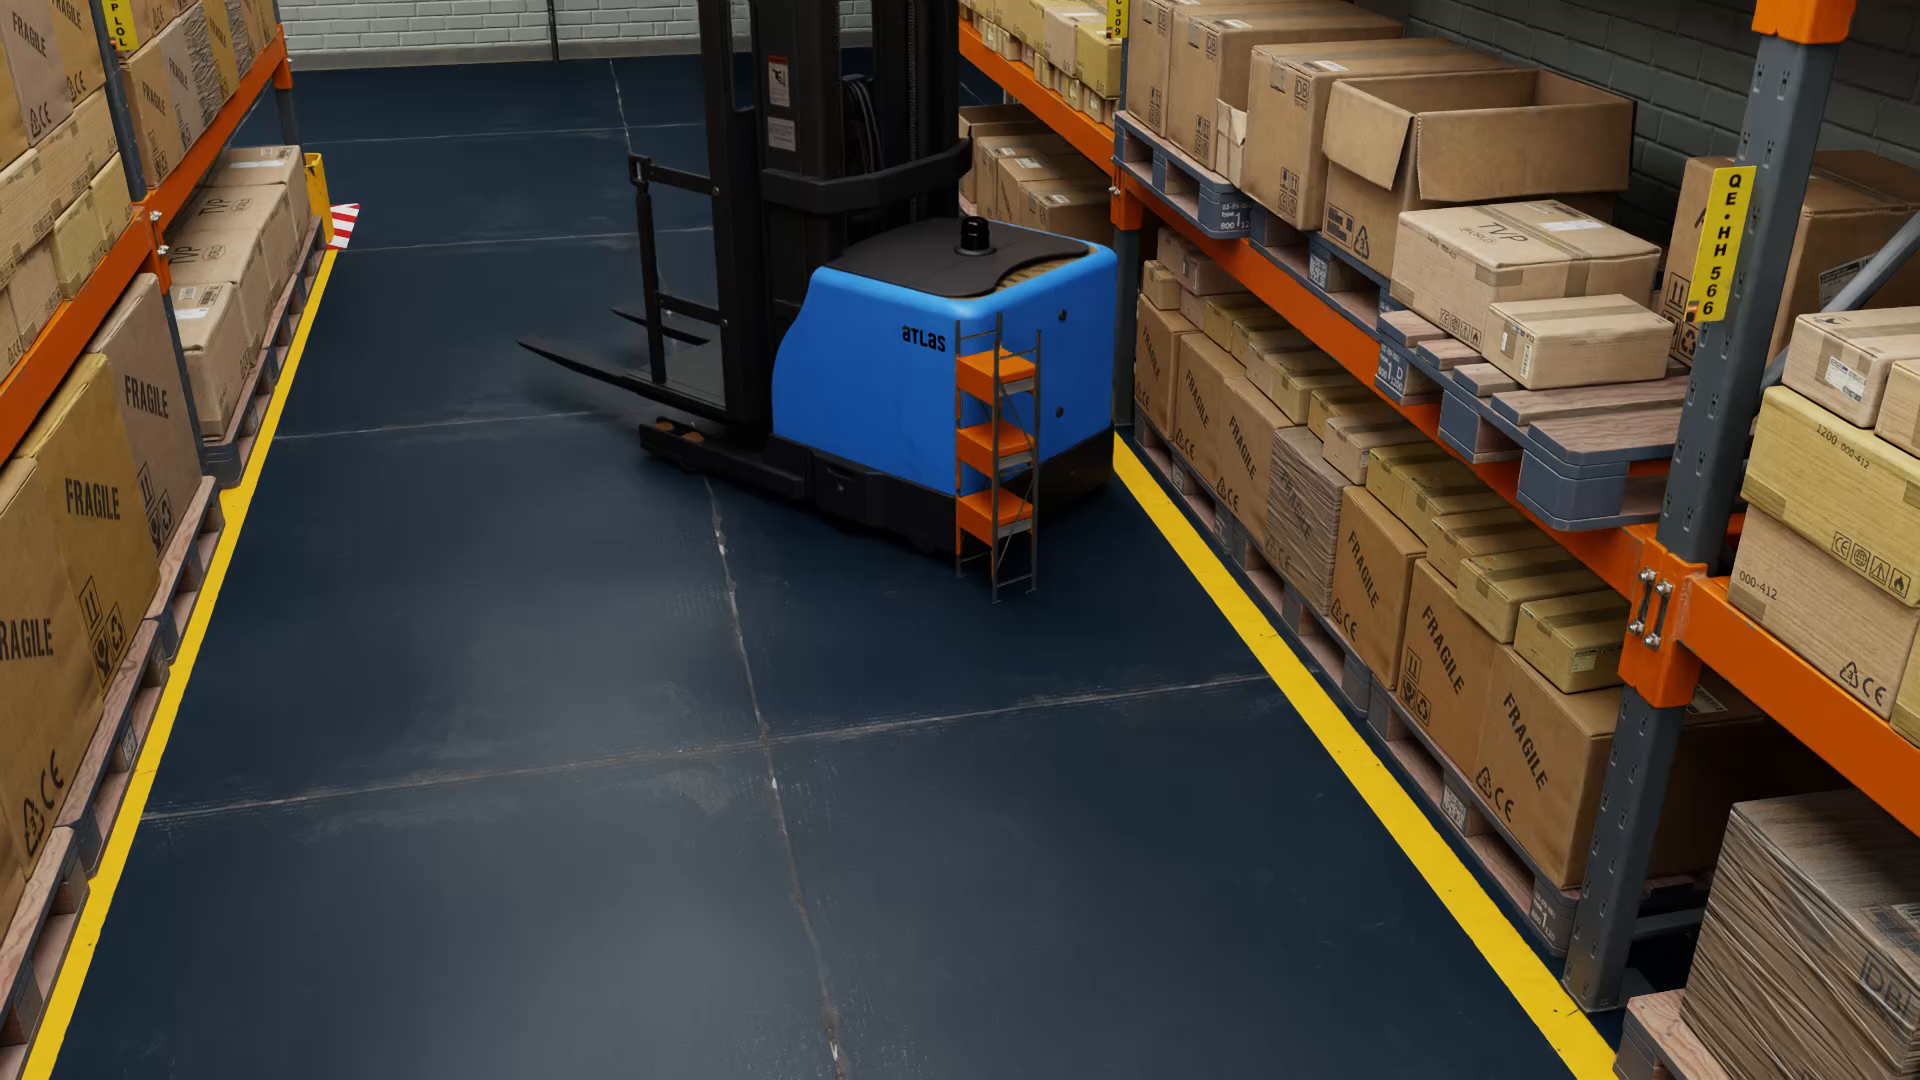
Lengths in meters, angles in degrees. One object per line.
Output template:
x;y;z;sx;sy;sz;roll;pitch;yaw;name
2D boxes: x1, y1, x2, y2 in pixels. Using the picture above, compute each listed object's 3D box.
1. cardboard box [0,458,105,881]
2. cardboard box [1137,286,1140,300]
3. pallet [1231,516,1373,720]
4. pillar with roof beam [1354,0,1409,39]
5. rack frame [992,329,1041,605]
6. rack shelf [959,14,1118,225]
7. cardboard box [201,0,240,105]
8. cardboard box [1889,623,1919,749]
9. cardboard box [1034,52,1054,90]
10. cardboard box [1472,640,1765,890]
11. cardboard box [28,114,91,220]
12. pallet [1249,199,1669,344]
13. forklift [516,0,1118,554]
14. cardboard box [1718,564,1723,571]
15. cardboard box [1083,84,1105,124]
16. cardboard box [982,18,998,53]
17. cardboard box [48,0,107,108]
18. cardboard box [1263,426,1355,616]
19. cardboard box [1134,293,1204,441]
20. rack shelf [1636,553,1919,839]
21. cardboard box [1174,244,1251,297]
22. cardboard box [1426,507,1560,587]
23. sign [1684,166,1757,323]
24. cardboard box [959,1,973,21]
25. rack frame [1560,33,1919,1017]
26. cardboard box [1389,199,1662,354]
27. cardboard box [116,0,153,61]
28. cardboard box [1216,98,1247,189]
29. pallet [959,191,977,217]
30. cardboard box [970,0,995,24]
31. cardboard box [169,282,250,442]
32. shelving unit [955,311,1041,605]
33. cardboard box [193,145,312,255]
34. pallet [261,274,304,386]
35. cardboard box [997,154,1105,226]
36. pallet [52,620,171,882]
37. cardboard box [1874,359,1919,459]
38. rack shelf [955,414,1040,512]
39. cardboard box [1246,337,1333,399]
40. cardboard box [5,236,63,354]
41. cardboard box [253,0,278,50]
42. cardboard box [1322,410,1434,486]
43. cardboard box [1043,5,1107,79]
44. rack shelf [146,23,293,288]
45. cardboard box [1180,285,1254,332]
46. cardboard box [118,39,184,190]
-3.014;0.380;4.560;0.875;0.875;0.875;-6;27;-11;cardboard box
0.699;-1.277;8.520;0.396;0.266;0.258;-5;27;-10;cardboard box
1.690;0.196;6.128;1.003;0.211;1.213;-6;27;-12;pallet
-2.282;-4.577;5.832;9.100;9.000;0.400;-6;27;-12;pillar with roof beam
0.205;-0.252;6.082;0.200;1.050;0.008;-17;31;-30;rack frame
0.741;-2.496;9.164;1.077;0.370;4.000;-6;27;-12;rack shelf
-3.826;-2.377;8.019;0.500;0.500;0.500;-5;27;-10;cardboard box
2.063;0.325;2.944;0.500;0.250;0.500;-7;28;-13;cardboard box
0.594;-2.392;8.439;0.380;0.149;0.250;-6;27;-12;cardboard box
1.788;0.582;4.577;0.500;0.500;0.500;-5;27;-10;cardboard box
-3.188;-1.202;5.414;0.500;0.250;0.500;-5;27;-10;cardboard box
1.650;-0.950;5.517;1.003;0.211;1.213;-6;27;-12;pallet
-0.808;-1.782;7.028;3.031;2.935;1.130;20;33;34;forklift
2.245;0.076;4.859;0.380;0.149;0.250;-5;27;-10;cardboard box
0.794;-2.053;7.768;0.380;0.149;0.250;-5;27;-10;cardboard box
0.339;-2.840;9.327;0.380;0.149;0.250;-7;28;-13;cardboard box
-3.298;-1.754;5.675;0.500;0.500;0.500;-5;27;-10;cardboard box
1.430;-0.095;5.917;0.500;0.500;0.500;-7;28;-13;cardboard box
1.081;-0.775;7.265;0.500;0.500;0.500;-5;27;-9;cardboard box
2.544;1.016;2.206;1.077;0.370;4.000;-6;27;-12;rack shelf
1.118;-1.139;6.936;0.380;0.149;0.250;-7;28;-14;cardboard box
1.627;0.028;4.954;0.380;0.149;0.250;-7;28;-13;cardboard box
1.566;-0.605;3.423;0.100;0.325;0.005;-6;27;-12;sign
0.199;-3.304;10.245;0.380;0.149;0.250;-5;27;-10;cardboard box
2.093;-0.183;3.783;1.000;3.000;0.127;-6;27;-12;rack frame
1.540;-0.734;4.575;0.500;0.250;0.500;-7;28;-14;cardboard box
-3.515;-2.158;6.476;0.500;0.500;0.500;-6;27;-11;cardboard box
1.131;-1.418;5.913;0.396;0.266;0.258;-5;27;-9;cardboard box
0.488;-2.067;10.611;1.003;0.211;1.213;-6;27;-12;pallet
0.361;-3.091;9.381;0.500;0.250;0.500;-6;27;-13;cardboard box
-3.681;-0.763;7.311;0.875;0.438;0.875;-6;27;-12;cardboard box
0.137;-0.297;6.173;0.215;1.050;0.252;-17;31;-30;shelving unit
-4.299;-1.953;9.668;0.875;0.438;0.875;-7;28;-13;cardboard box
-4.017;-1.067;8.629;1.003;0.211;1.213;-6;27;-12;pallet
0.512;-1.867;9.428;0.500;0.500;0.500;-5;27;-11;cardboard box
-3.118;0.679;5.170;1.003;0.211;1.213;-6;27;-12;pallet
1.939;-0.230;3.046;0.380;0.149;0.250;-5;27;-10;cardboard box
0.137;-0.288;6.178;0.215;0.259;0.240;-17;31;-30;rack shelf
1.315;-0.658;6.313;0.380;0.149;0.250;-6;27;-12;cardboard box
-3.088;-0.748;5.069;0.500;0.250;0.500;-7;28;-13;cardboard box
-4.179;-3.049;9.351;0.500;0.500;0.500;-6;27;-11;cardboard box
1.463;-0.320;5.643;0.380;0.149;0.250;-7;28;-14;cardboard box
0.712;-2.422;8.056;0.500;0.250;0.500;-6;27;-11;cardboard box
-4.094;-1.990;8.162;1.077;0.370;4.000;-6;27;-12;rack shelf
1.151;-1.002;6.994;0.380;0.149;0.250;-7;28;-13;cardboard box
-3.494;-1.710;6.699;0.500;0.500;0.500;-5;27;-10;cardboard box
